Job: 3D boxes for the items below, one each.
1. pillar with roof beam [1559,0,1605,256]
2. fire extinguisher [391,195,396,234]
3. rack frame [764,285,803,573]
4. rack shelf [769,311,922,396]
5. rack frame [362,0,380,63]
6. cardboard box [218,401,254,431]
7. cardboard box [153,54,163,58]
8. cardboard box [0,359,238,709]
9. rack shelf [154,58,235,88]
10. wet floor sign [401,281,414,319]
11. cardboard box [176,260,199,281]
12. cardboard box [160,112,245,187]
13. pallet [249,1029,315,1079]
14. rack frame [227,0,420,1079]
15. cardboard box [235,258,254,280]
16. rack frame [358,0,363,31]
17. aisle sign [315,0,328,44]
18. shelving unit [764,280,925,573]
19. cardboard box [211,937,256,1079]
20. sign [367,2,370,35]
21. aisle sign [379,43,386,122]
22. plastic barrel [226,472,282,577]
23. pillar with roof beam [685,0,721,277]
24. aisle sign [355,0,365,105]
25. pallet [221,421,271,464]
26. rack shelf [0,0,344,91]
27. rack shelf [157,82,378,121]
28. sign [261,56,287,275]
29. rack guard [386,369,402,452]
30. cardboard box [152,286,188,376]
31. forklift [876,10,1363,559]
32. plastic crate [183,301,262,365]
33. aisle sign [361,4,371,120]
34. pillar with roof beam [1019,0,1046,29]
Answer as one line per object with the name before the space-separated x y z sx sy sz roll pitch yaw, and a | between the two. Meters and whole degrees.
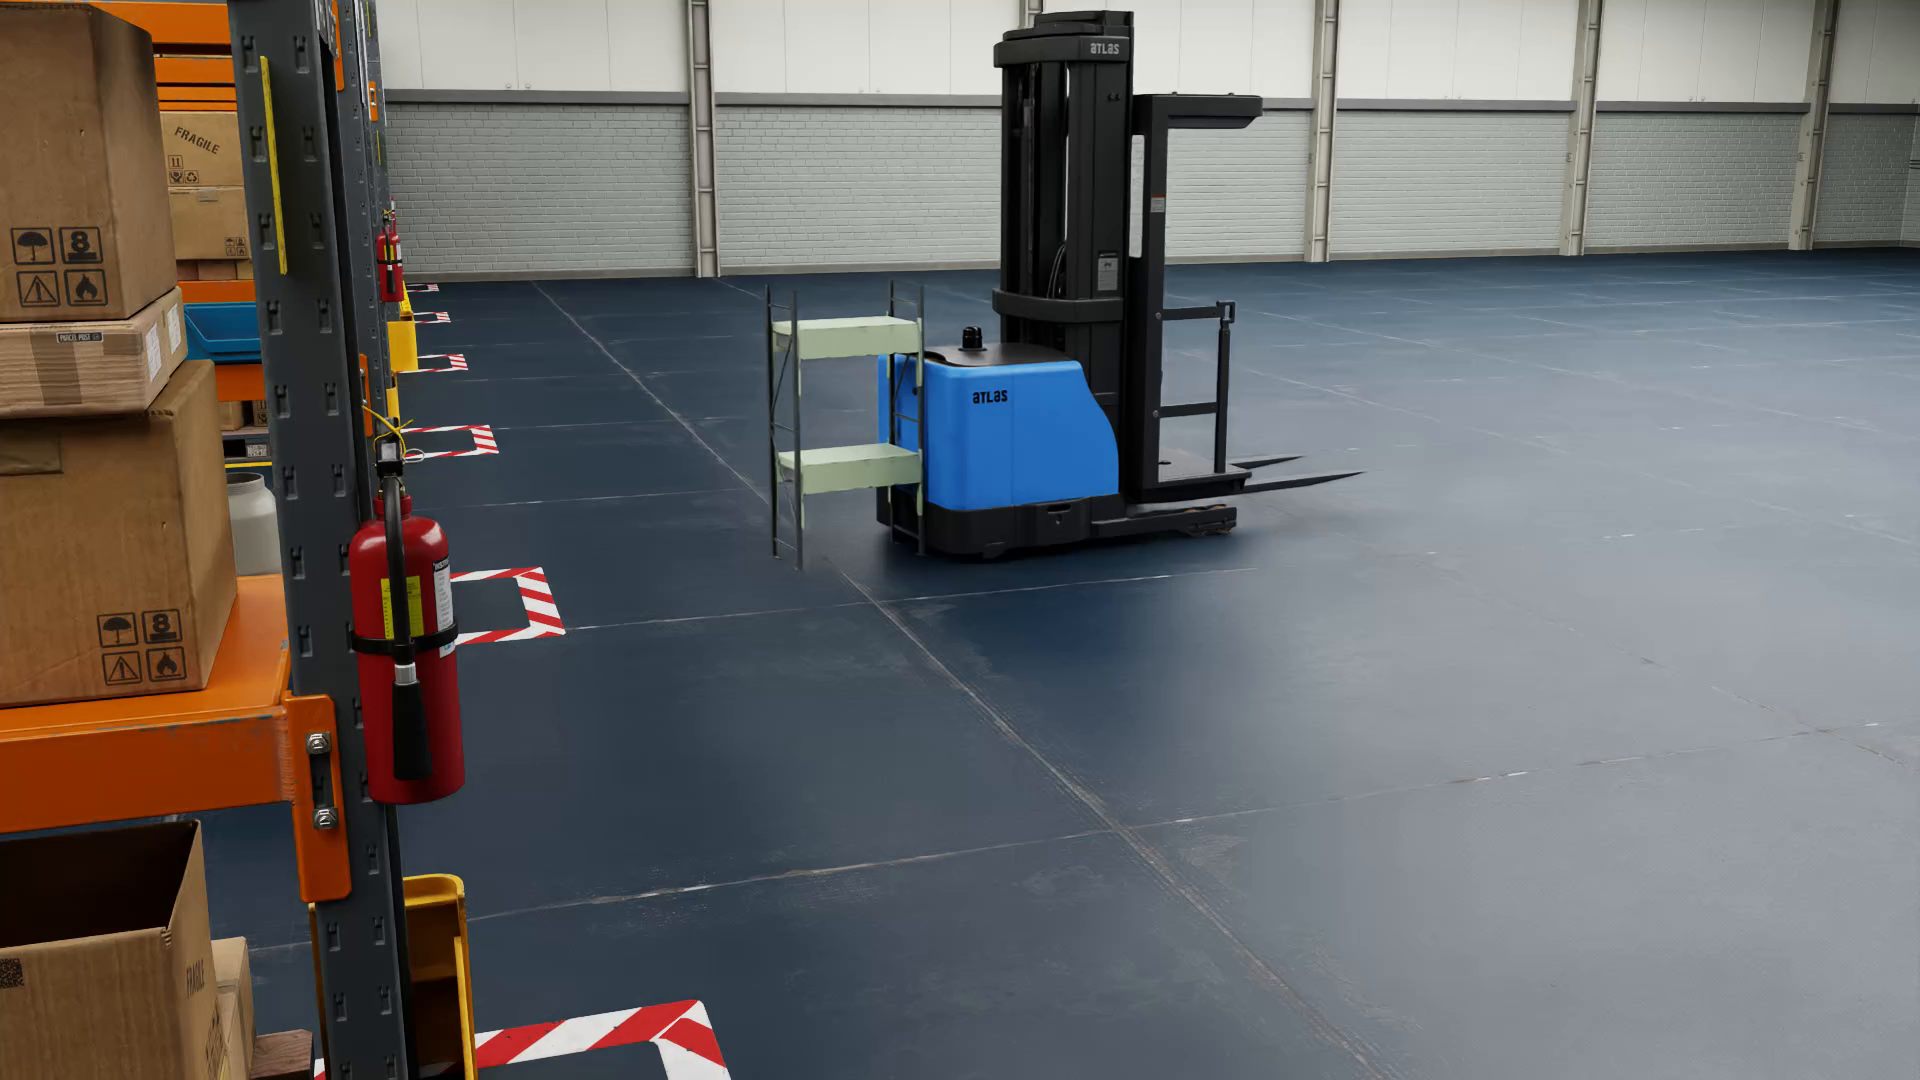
pillar with roof beam | 14.047 -9.346 29.490 0.400 9.000 9.100 -4 14 -18
fire extinguisher | -7.284 -4.236 21.136 0.183 0.674 0.296 -4 14 -18
rack frame | -0.944 -0.595 8.905 0.023 1.500 0.400 -7 15 -27
rack shelf | -0.621 -1.015 8.983 0.720 0.370 0.431 -7 15 -27
rack frame | -5.865 -6.207 16.289 0.127 3.000 1.000 -4 14 -18
cardboard box | -5.531 -1.087 12.224 0.500 0.500 0.500 -1 13 -3
cardboard box | -5.715 -3.414 11.357 0.500 0.250 0.500 -4 14 -17
cardboard box | -1.669 -0.037 3.099 0.500 0.500 0.700 -4 14 -18
rack shelf | -6.274 -3.154 11.494 4.000 0.370 1.077 -4 14 -18
wet floor sign | -7.018 -3.000 20.861 0.232 0.644 0.267 0 13 1
cardboard box | -5.532 -1.932 11.824 0.250 0.149 0.380 -4 14 -18
cardboard box | -5.293 -2.740 11.658 0.500 0.500 0.500 -4 14 -18
pallet | -1.934 1.402 3.290 1.213 0.211 1.003 -4 14 -18
rack frame | -1.221 -0.019 3.241 0.053 2.616 0.949 -4 14 -18
cardboard box | -5.040 -1.956 11.927 0.250 0.149 0.380 -4 14 -18
rack frame | -4.378 -5.111 11.685 0.127 3.000 1.000 -4 14 -18
aisle sign | -1.067 -1.225 2.692 0.004 0.787 0.394 -4 14 -18
shelving unit | -0.621 -0.635 9.073 0.755 1.500 0.431 -7 15 -27
cardboard box | -1.802 1.104 3.552 0.500 0.250 0.500 -4 14 -18
sign | -5.705 -5.019 16.039 0.005 0.325 0.100 -4 14 -18
aisle sign | -5.702 -4.492 16.428 0.004 0.787 0.394 -4 14 -18
plastic barrel | -3.398 -0.035 7.777 0.421 0.512 0.421 0 13 0
pillar with roof beam | -3.013 -8.018 23.905 0.400 9.000 9.100 -4 14 -18
aisle sign | -2.636 -2.311 7.260 0.004 0.787 0.394 -4 14 -18
pallet | -5.232 -0.778 12.459 1.213 0.211 1.003 -4 14 -18
rack shelf | -4.694 -2.068 6.928 4.000 0.370 1.077 -4 14 -18
rack shelf | -7.760 -4.250 16.099 4.000 0.370 1.077 -4 14 -18
sign | -1.063 -0.578 2.578 0.005 0.325 0.100 -4 14 -18
rack guard | -4.450 -0.971 12.645 0.348 0.500 1.175 -4 14 -18
cardboard box | -1.663 -0.402 3.234 0.250 0.149 0.380 -5 14 -18
forklift | 1.053 -1.541 9.787 3.031 2.935 1.130 -7 15 -27
plastic crate | -3.178 -0.931 7.398 0.616 0.251 0.499 -4 14 -18
aisle sign | -4.224 -3.396 11.821 0.004 0.787 0.394 -4 14 -18
pillar with roof beam | 2.673 -8.461 25.767 0.400 9.000 9.100 -4 14 -18
